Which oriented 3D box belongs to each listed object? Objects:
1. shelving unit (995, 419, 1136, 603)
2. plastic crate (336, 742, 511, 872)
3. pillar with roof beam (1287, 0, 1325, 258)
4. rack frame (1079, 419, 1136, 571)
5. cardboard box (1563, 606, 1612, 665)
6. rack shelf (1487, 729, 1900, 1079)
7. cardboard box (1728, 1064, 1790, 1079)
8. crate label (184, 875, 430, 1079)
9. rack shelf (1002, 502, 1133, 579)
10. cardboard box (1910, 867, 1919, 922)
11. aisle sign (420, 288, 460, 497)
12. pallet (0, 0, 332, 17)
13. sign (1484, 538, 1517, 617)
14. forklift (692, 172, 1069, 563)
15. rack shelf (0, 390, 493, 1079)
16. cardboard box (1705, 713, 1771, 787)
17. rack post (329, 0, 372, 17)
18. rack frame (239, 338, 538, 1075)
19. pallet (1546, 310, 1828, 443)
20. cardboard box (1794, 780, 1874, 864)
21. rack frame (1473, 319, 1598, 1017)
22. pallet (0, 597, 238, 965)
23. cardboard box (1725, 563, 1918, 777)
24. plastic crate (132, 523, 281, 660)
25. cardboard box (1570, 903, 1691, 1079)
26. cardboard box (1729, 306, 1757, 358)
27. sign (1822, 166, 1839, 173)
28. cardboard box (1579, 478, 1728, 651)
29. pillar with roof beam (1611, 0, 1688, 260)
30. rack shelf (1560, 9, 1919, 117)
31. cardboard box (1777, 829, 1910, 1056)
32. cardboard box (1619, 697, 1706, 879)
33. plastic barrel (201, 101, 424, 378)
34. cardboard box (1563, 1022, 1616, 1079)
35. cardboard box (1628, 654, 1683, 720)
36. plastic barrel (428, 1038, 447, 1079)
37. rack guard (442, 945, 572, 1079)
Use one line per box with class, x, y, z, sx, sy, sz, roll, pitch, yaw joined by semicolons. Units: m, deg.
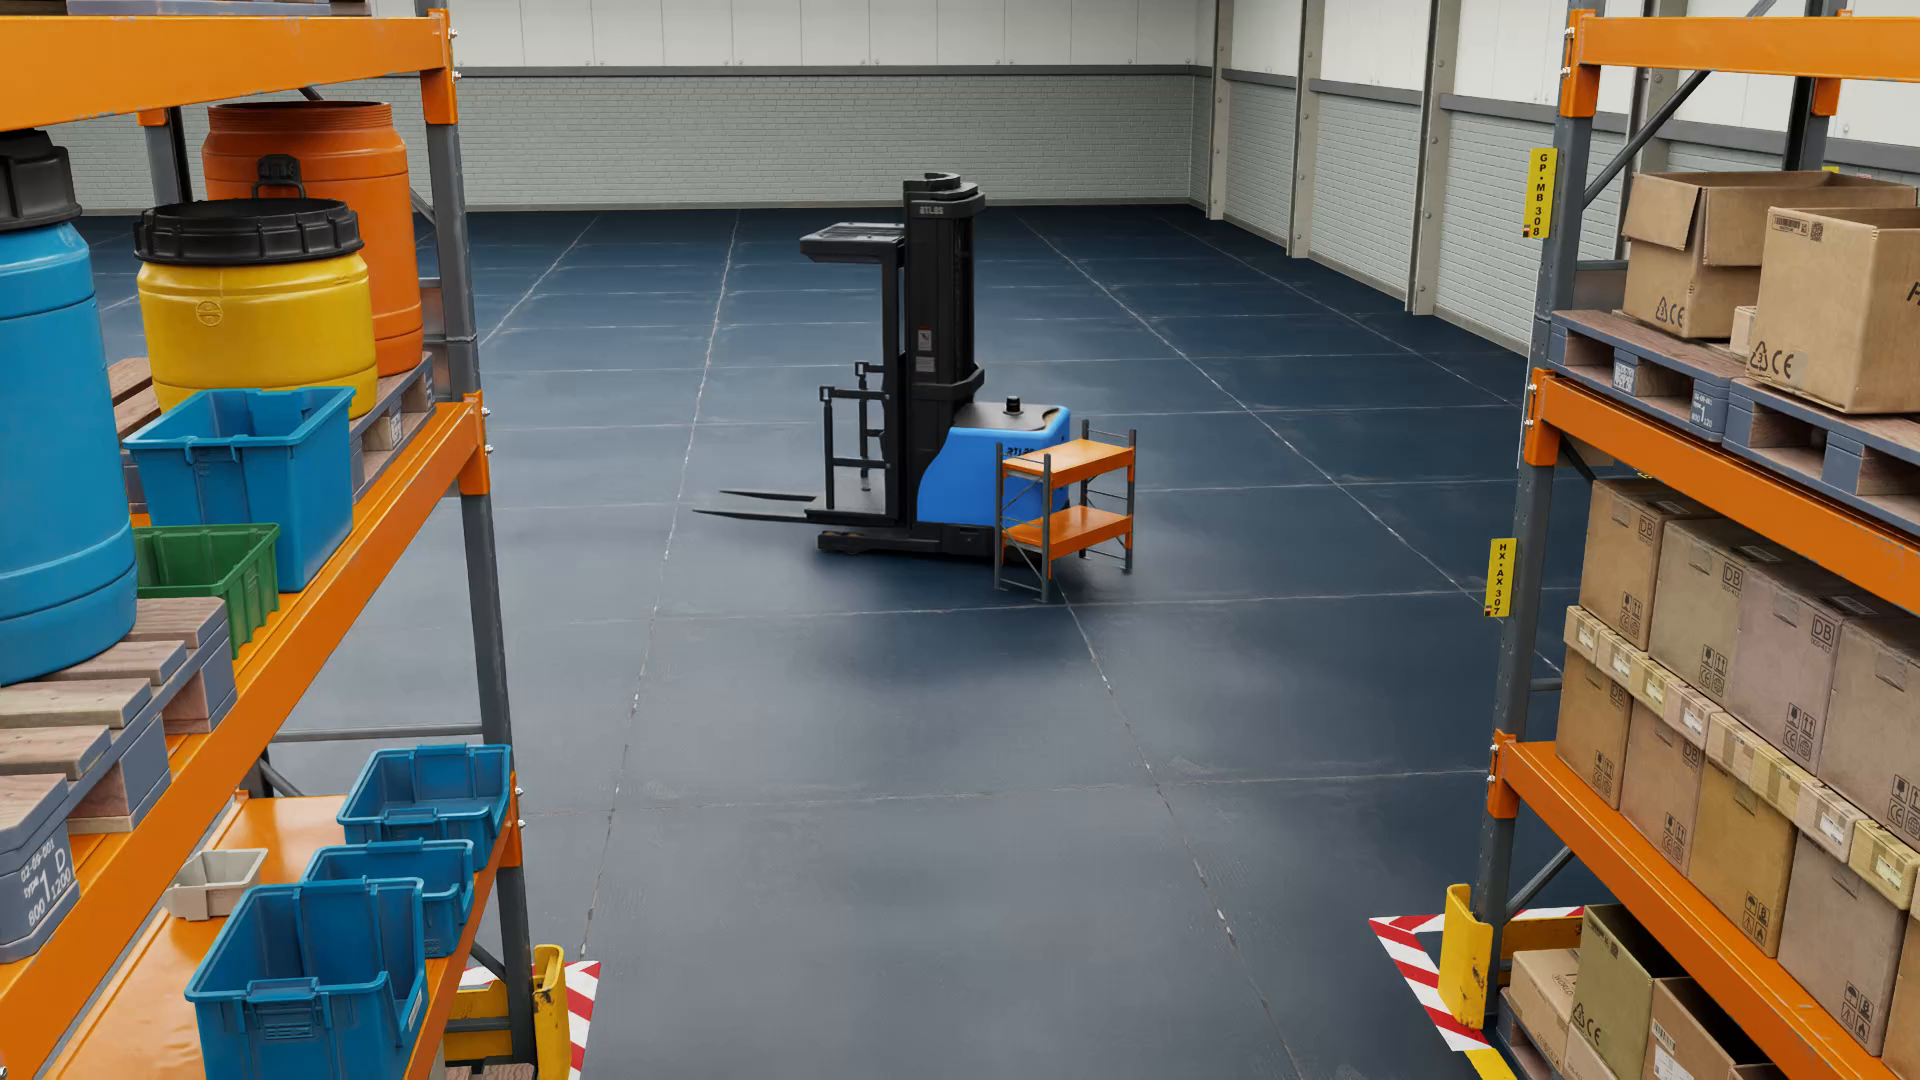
shelving unit;0.800;-0.239;12.561;0.538;1.125;1.048;15;23;40
plastic crate;-1.877;0.949;5.895;0.499;0.251;0.616;-2;18;-6
pillar with roof beam;1.803;-9.266;28.167;9.100;9.000;0.400;-2;18;-6
rack frame;1.143;-0.352;12.919;0.500;1.125;0.032;15;23;40
cardboard box;2.527;0.353;6.296;0.380;0.149;0.250;-2;18;-6
rack shelf;2.907;1.525;5.012;1.077;0.370;4.000;-2;18;-6
cardboard box;2.687;1.954;5.084;0.500;0.500;0.500;-2;18;-6
crate label;-1.768;1.261;4.593;0.502;0.435;0.616;-2;18;-6
rack shelf;0.800;-0.006;12.635;0.538;0.278;1.000;15;23;40
cardboard box;2.743;0.968;4.336;0.380;0.149;0.250;-1;17;-4
aisle sign;-1.939;-0.533;6.026;0.394;0.787;0.004;-2;18;-6
pallet;-2.056;-1.260;3.652;1.003;0.211;1.213;-2;18;-6
sign;2.148;0.151;6.611;0.100;0.325;0.005;-2;18;-6
forklift;-0.667;-1.430;13.340;3.031;2.935;1.130;4;18;12
rack shelf;-2.020;0.246;4.078;1.077;0.370;4.000;-2;18;-6
cardboard box;2.635;0.660;5.317;0.380;0.149;0.250;-2;18;-7
rack post;-2.275;-1.656;4.764;0.937;0.300;0.954;0;17;0
rack frame;-2.227;0.738;6.318;1.000;3.000;0.127;-2;18;-6
pallet;2.748;-0.591;5.692;1.003;0.211;1.213;-2;18;-6
cardboard box;2.685;0.811;4.837;0.380;0.149;0.250;-2;18;-5
rack frame;2.701;0.586;6.802;1.000;3.000;0.127;-2;18;-6
pallet;-1.986;0.377;2.776;1.213;0.211;1.003;-2;18;-6
cardboard box;2.854;0.382;5.121;0.700;0.500;0.500;-2;18;-5
plastic crate;-1.706;0.121;3.629;0.336;0.188;0.450;-2;18;-6
cardboard box;2.588;1.656;6.033;0.500;0.500;0.500;-2;18;-6
cardboard box;2.647;-0.636;5.172;0.380;0.149;0.250;-2;18;-6
sign;3.242;-1.242;6.272;0.100;0.325;0.005;-2;18;-6
cardboard box;2.741;0.075;6.098;0.700;0.500;0.500;-2;18;-5
pillar with roof beam;3.040;-5.691;16.779;9.100;9.000;0.400;-2;18;-6
rack shelf;2.907;-1.146;4.173;1.077;0.370;4.000;-2;18;-6
cardboard box;2.898;1.139;4.874;0.700;0.500;0.500;-1;17;-4
cardboard box;2.795;0.834;5.845;0.700;0.500;0.500;-1;17;-4
plastic barrel;-2.050;-0.957;5.293;0.600;0.830;0.708;-2;18;-6
cardboard box;2.590;2.013;6.146;0.500;0.250;0.500;-2;18;-6
cardboard box;2.581;0.506;5.809;0.380;0.149;0.250;-2;18;-5
plastic barrel;-2.083;1.919;6.011;0.421;0.512;0.421;0;17;0
rack guard;-2.172;1.952;6.625;1.175;0.500;0.348;-2;18;-6
